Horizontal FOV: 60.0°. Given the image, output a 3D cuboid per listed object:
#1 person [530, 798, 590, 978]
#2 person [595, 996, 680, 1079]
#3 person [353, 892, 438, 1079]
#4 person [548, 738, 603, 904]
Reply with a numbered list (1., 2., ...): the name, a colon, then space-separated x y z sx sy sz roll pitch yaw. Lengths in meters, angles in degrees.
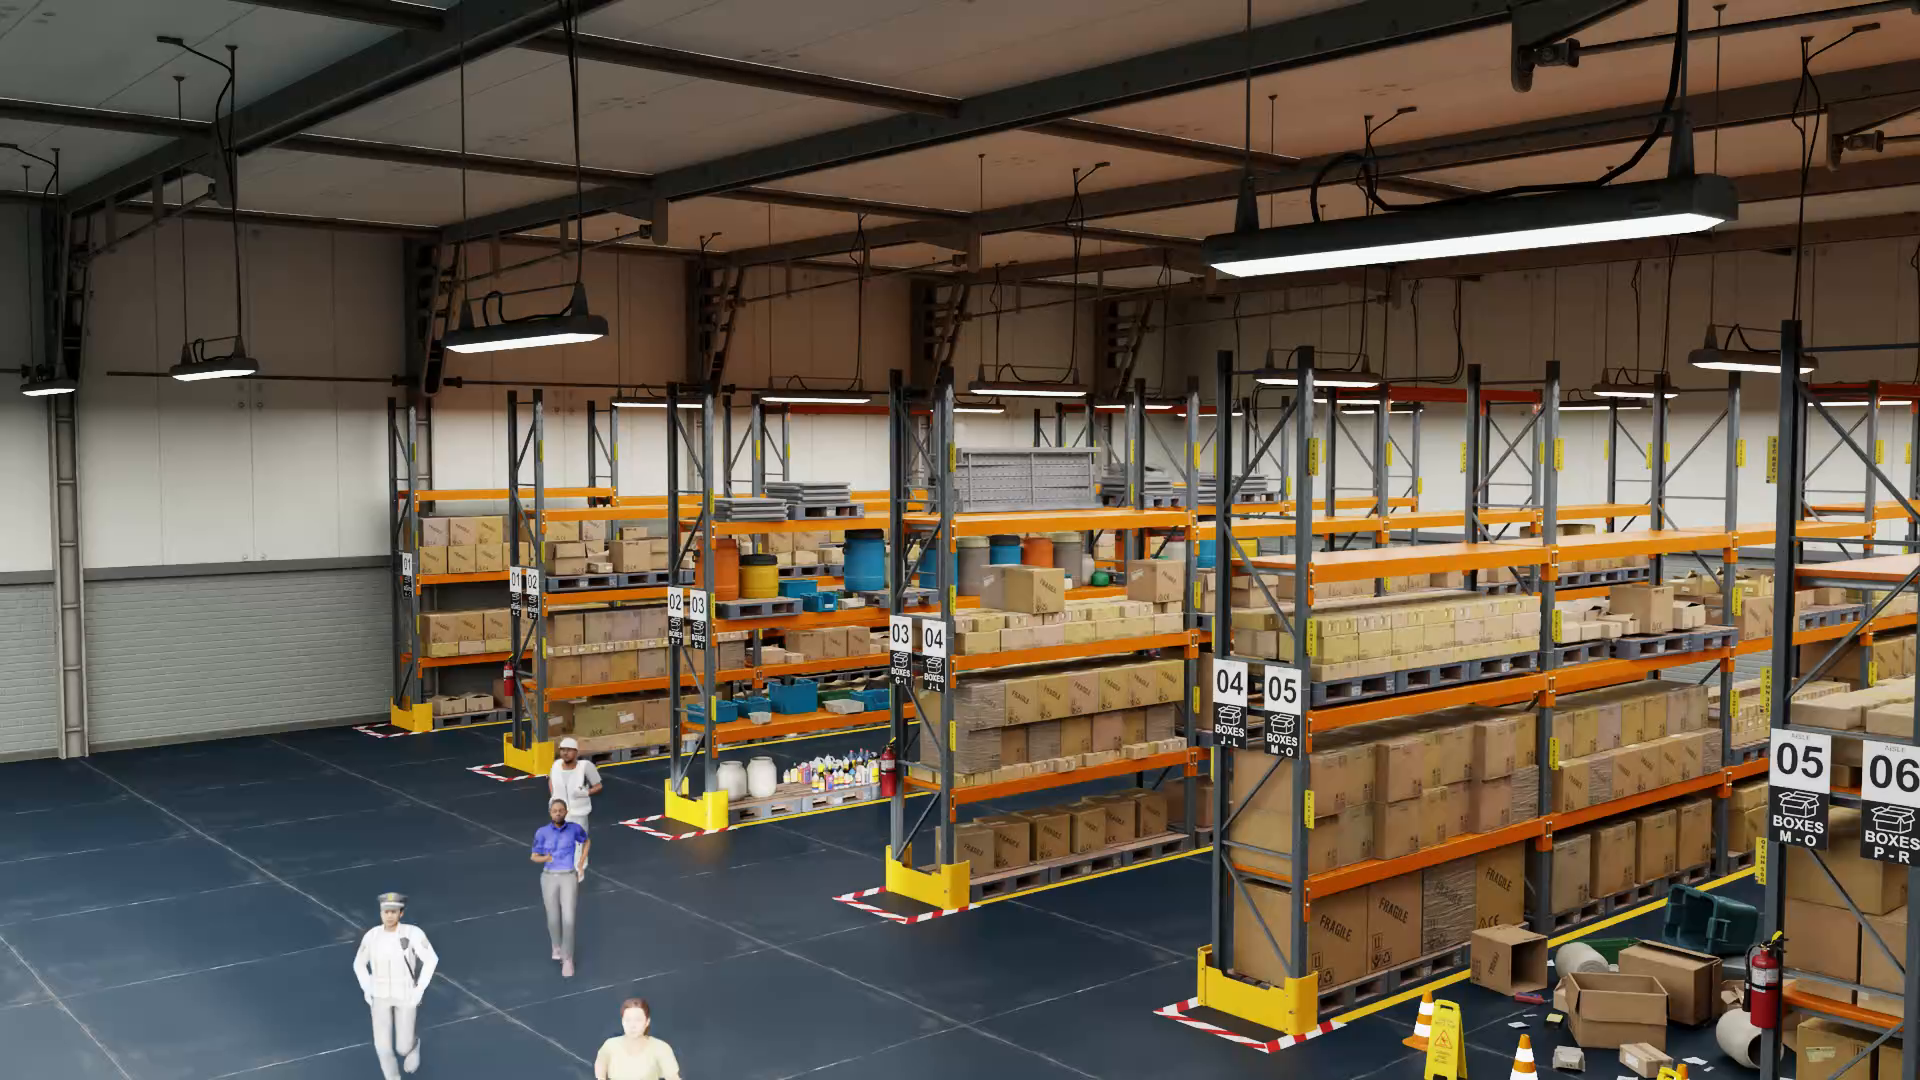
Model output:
1. person: -3.916 3.396 16.295 0.556 1.699 0.714 -1 3 -9
2. person: -2.028 3.691 10.430 0.573 1.658 0.966 0 3 -4
3. person: -4.447 3.570 13.109 0.642 1.648 0.613 -1 3 -9
4. person: -4.418 3.153 19.054 0.662 1.804 0.924 0 3 -2
